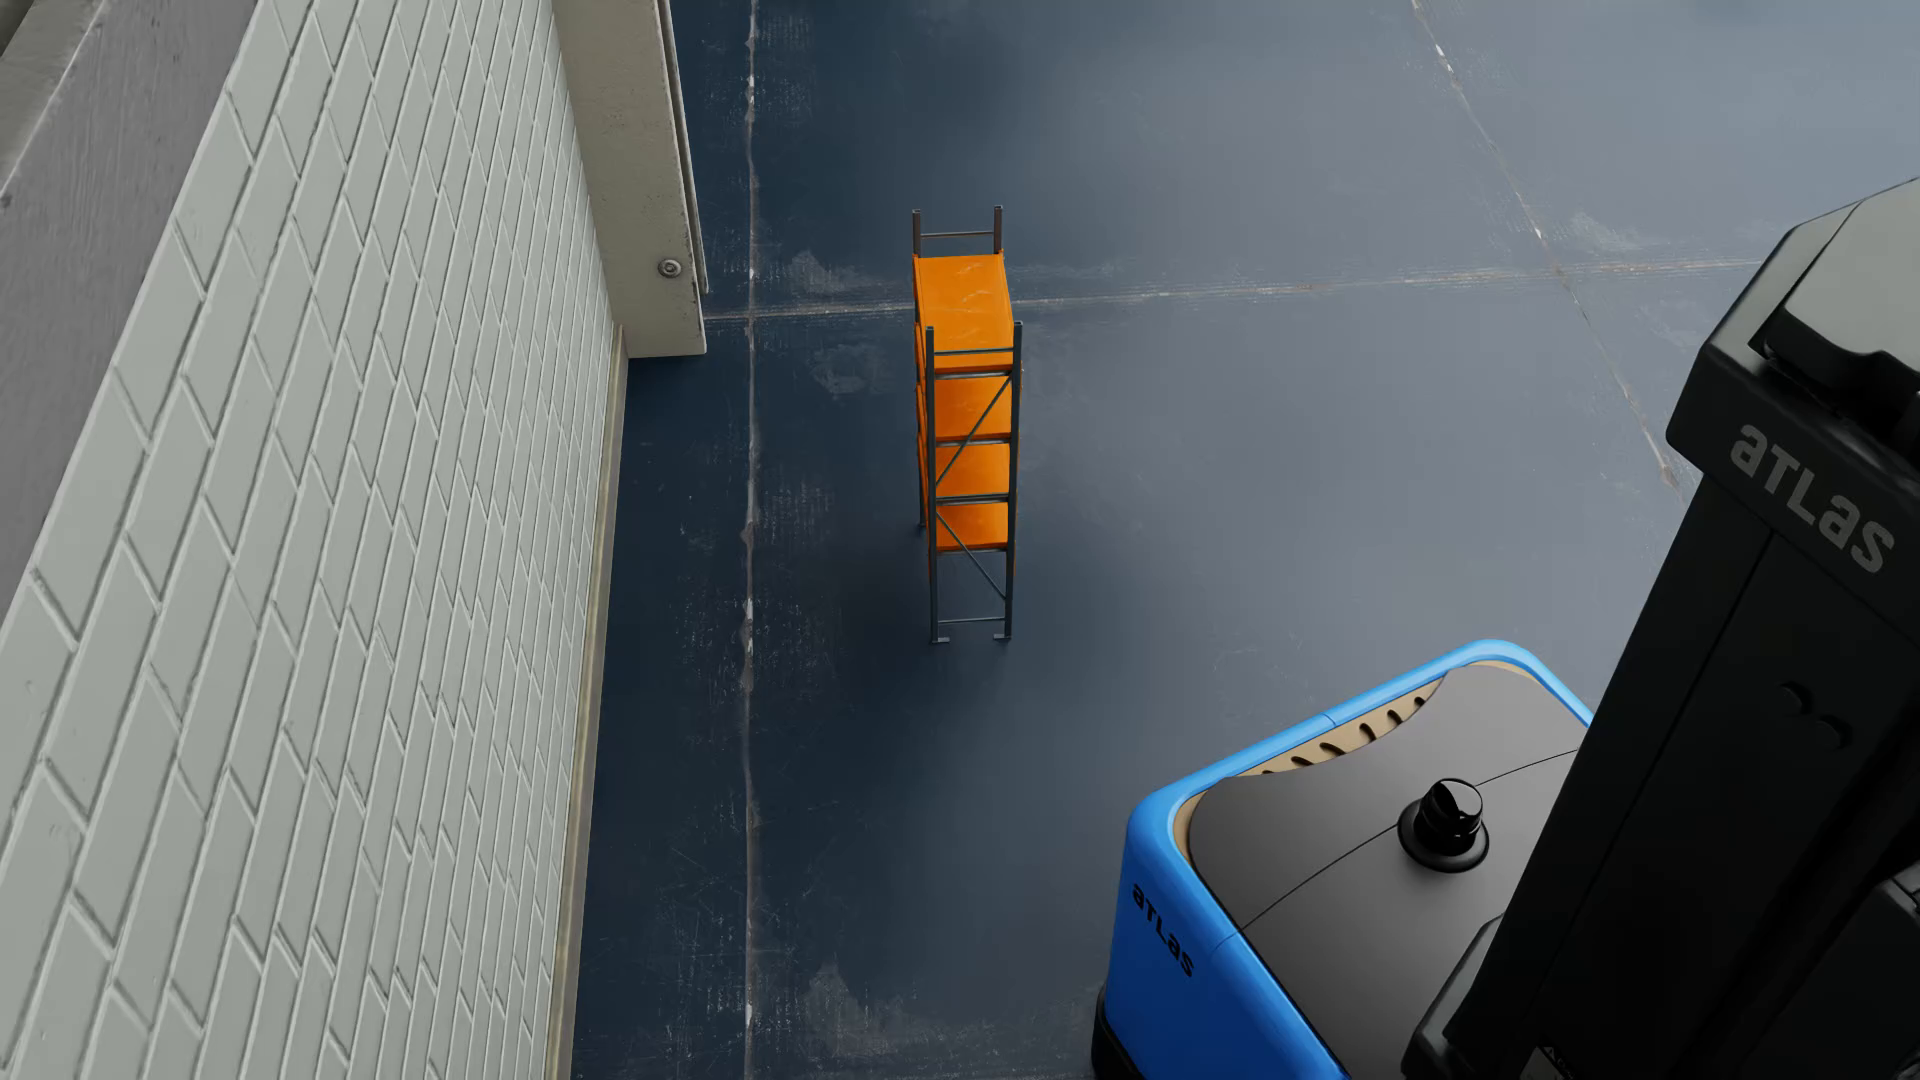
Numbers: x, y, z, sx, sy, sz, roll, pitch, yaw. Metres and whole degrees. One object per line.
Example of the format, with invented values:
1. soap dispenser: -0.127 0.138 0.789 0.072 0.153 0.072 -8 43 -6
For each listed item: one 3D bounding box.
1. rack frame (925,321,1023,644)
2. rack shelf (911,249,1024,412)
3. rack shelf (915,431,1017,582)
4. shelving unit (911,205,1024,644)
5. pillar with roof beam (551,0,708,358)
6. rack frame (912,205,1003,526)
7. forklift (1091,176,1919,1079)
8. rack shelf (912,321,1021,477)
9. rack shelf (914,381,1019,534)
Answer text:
1. rack frame: 0.034 -0.116 4.534 0.240 1.200 0.015 -3 47 -3
2. rack shelf: 0.014 -0.563 4.416 0.258 0.148 0.480 -3 47 -3
3. rack shelf: 0.014 -0.110 4.894 0.258 0.148 0.480 -3 47 -3
4. shelving unit: 0.014 -0.293 4.701 0.258 1.200 0.503 -3 47 -3
5. pillar with roof beam: 3.222 -4.148 2.980 9.100 9.000 0.400 -3 47 -3
6. rack frame: -0.007 -0.469 4.868 0.240 1.200 0.015 -3 47 -3
7. forklift: 1.461 1.030 2.256 1.130 2.935 3.031 -22 50 -19
8. rack shelf: 0.014 -0.400 4.587 0.258 0.148 0.480 -3 47 -3
9. rack shelf: 0.014 -0.247 4.750 0.258 0.148 0.480 -3 47 -3
